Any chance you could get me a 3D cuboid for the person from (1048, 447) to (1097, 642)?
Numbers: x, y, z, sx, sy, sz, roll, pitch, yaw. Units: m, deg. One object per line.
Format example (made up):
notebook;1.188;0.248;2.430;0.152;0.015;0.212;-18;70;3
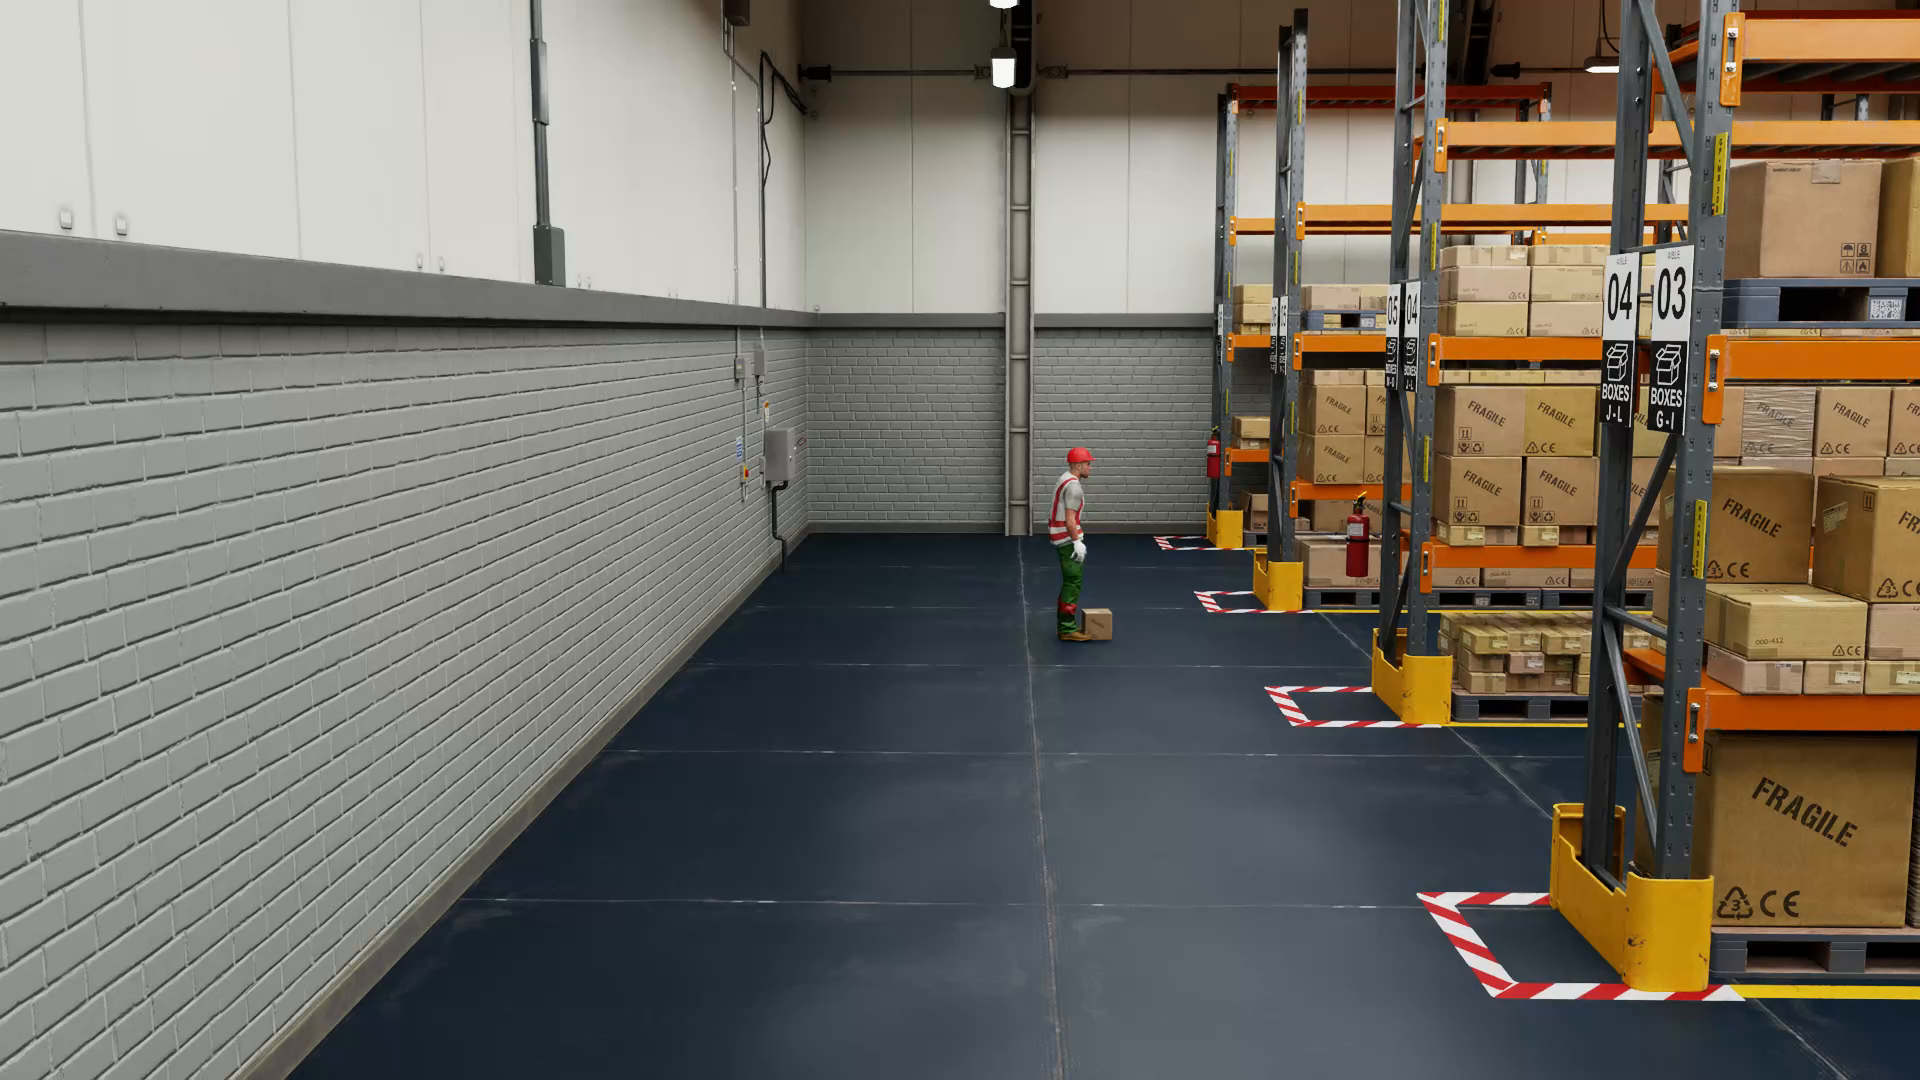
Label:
person;1.050;0.027;15.483;0.445;1.781;0.622;0;7;-1
